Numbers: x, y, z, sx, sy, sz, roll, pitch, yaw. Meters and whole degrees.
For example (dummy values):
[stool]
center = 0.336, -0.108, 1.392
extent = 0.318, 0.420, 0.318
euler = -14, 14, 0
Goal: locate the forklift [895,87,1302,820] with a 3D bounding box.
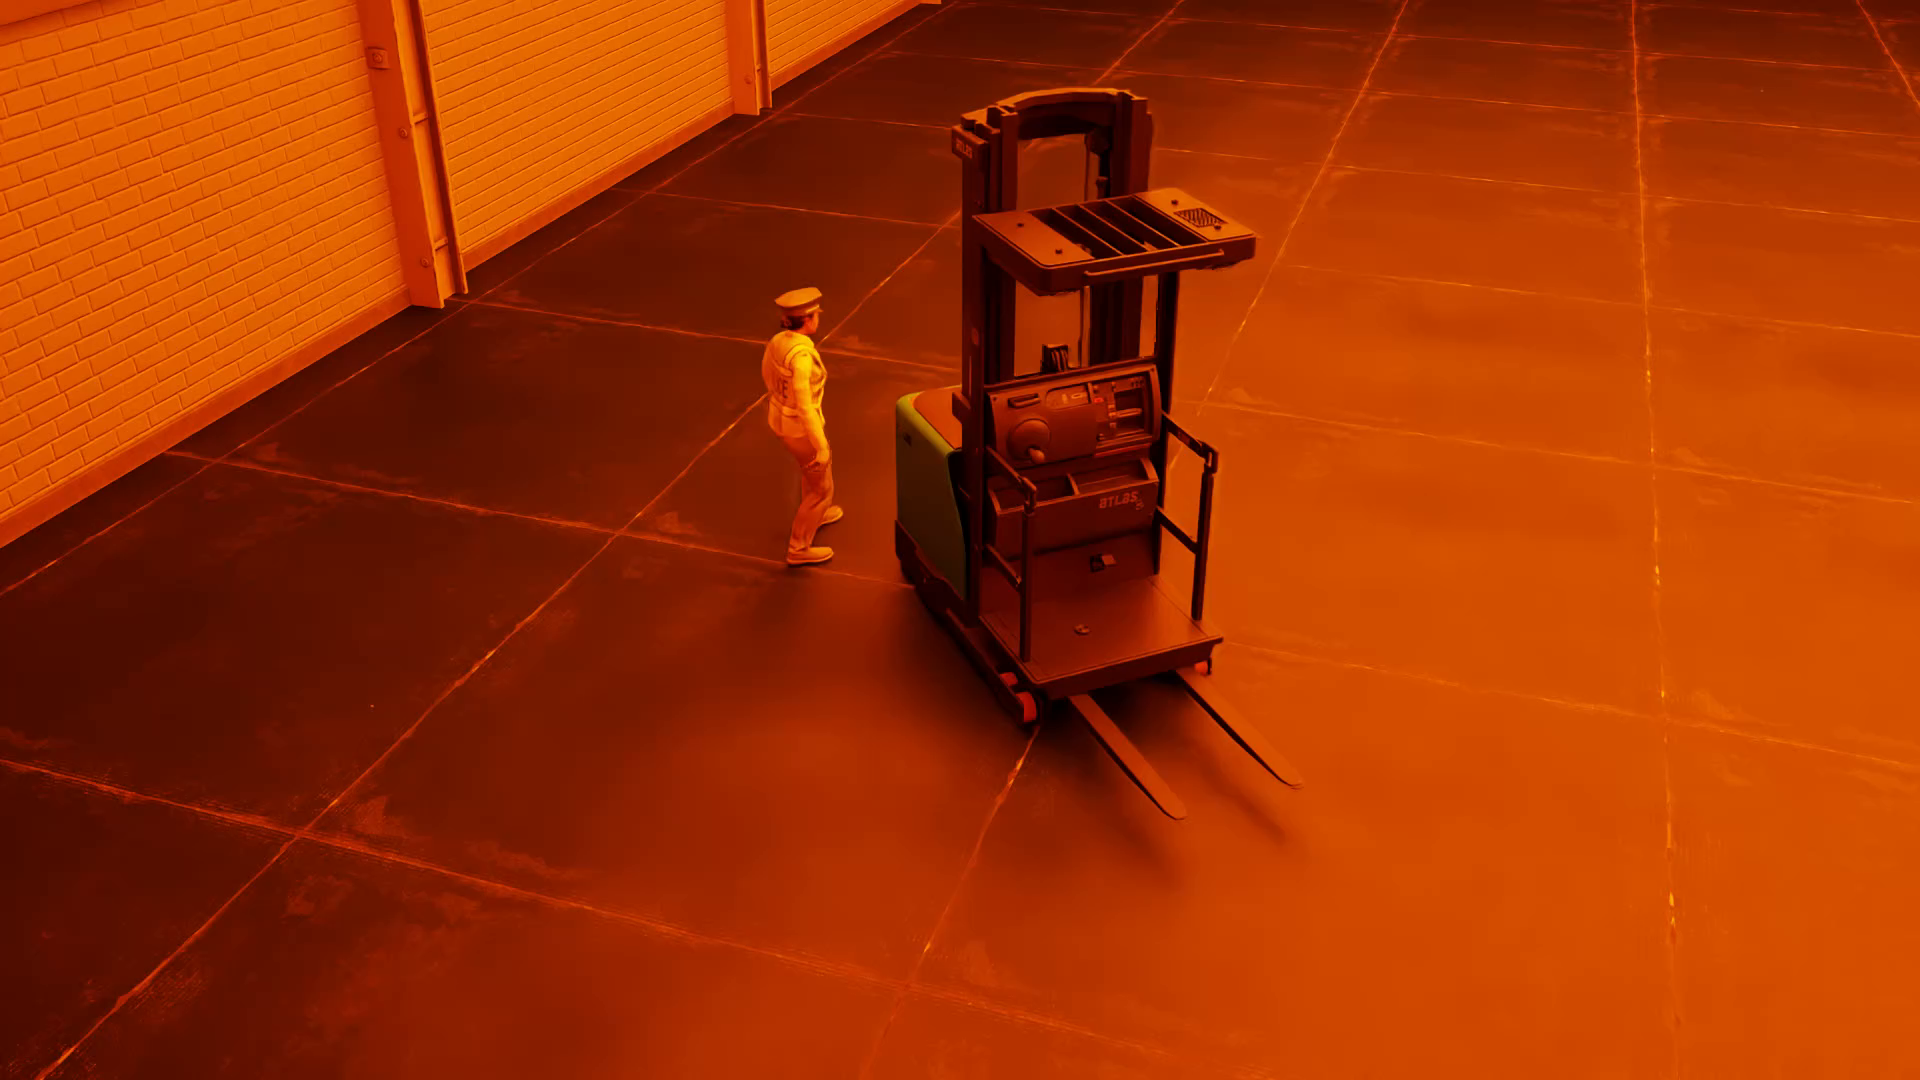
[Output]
[forklift]
center = 0.671, -0.579, 8.153
extent = 1.130, 2.935, 3.031
euler = -12, 32, -20

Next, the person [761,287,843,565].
[person]
center = -0.847, -0.668, 9.624
extent = 0.510, 1.634, 0.720
euler = -14, 33, -24
